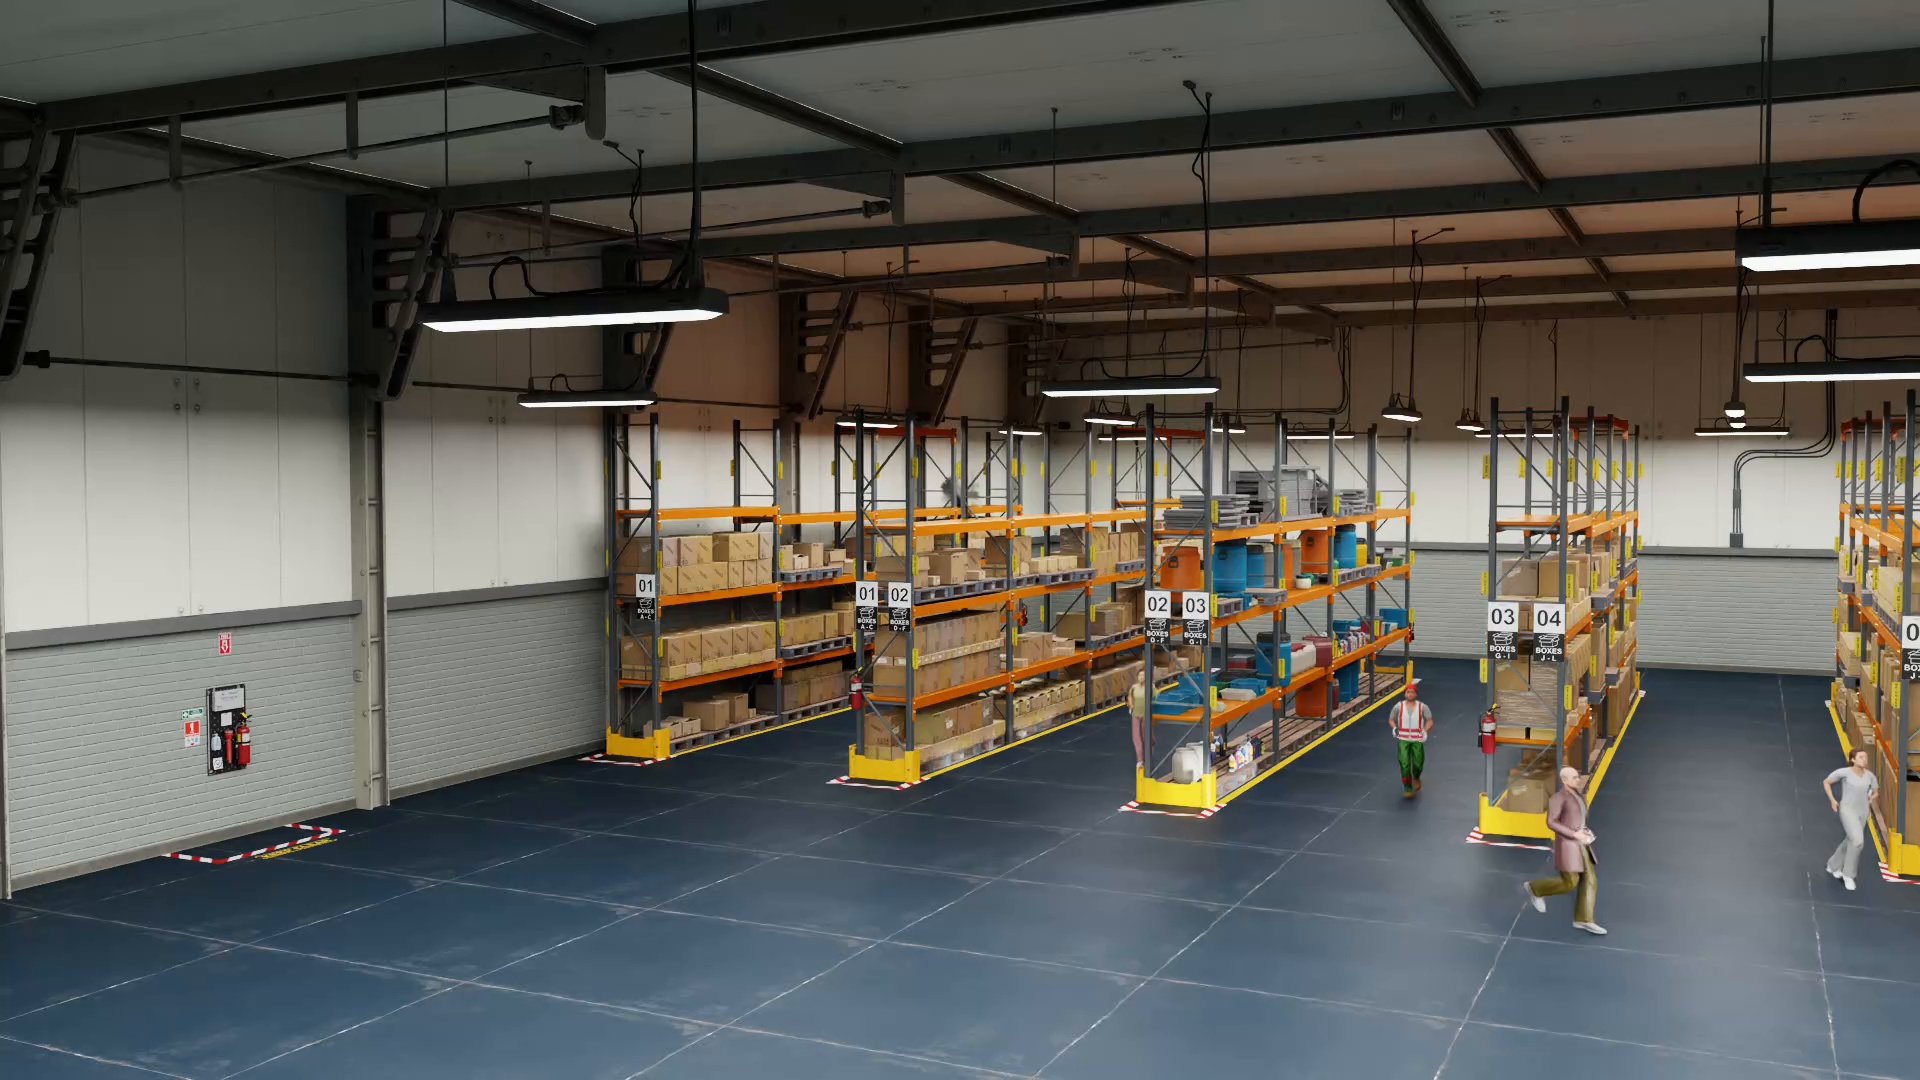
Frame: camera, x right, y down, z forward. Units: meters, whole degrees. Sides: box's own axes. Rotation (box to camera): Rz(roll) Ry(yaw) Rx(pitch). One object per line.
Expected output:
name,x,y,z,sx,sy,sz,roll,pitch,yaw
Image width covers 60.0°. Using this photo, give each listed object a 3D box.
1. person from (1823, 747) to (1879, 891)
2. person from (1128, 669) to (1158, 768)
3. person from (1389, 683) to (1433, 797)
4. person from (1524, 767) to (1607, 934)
person,10.760,3.348,20.058,0.546,1.704,0.703,0,2,-8
person,3.106,3.005,28.246,0.580,1.649,0.747,1,3,21
person,6.874,3.062,25.390,0.652,1.738,0.569,1,3,17
person,6.648,3.361,18.193,0.711,1.764,0.923,-2,3,-40
